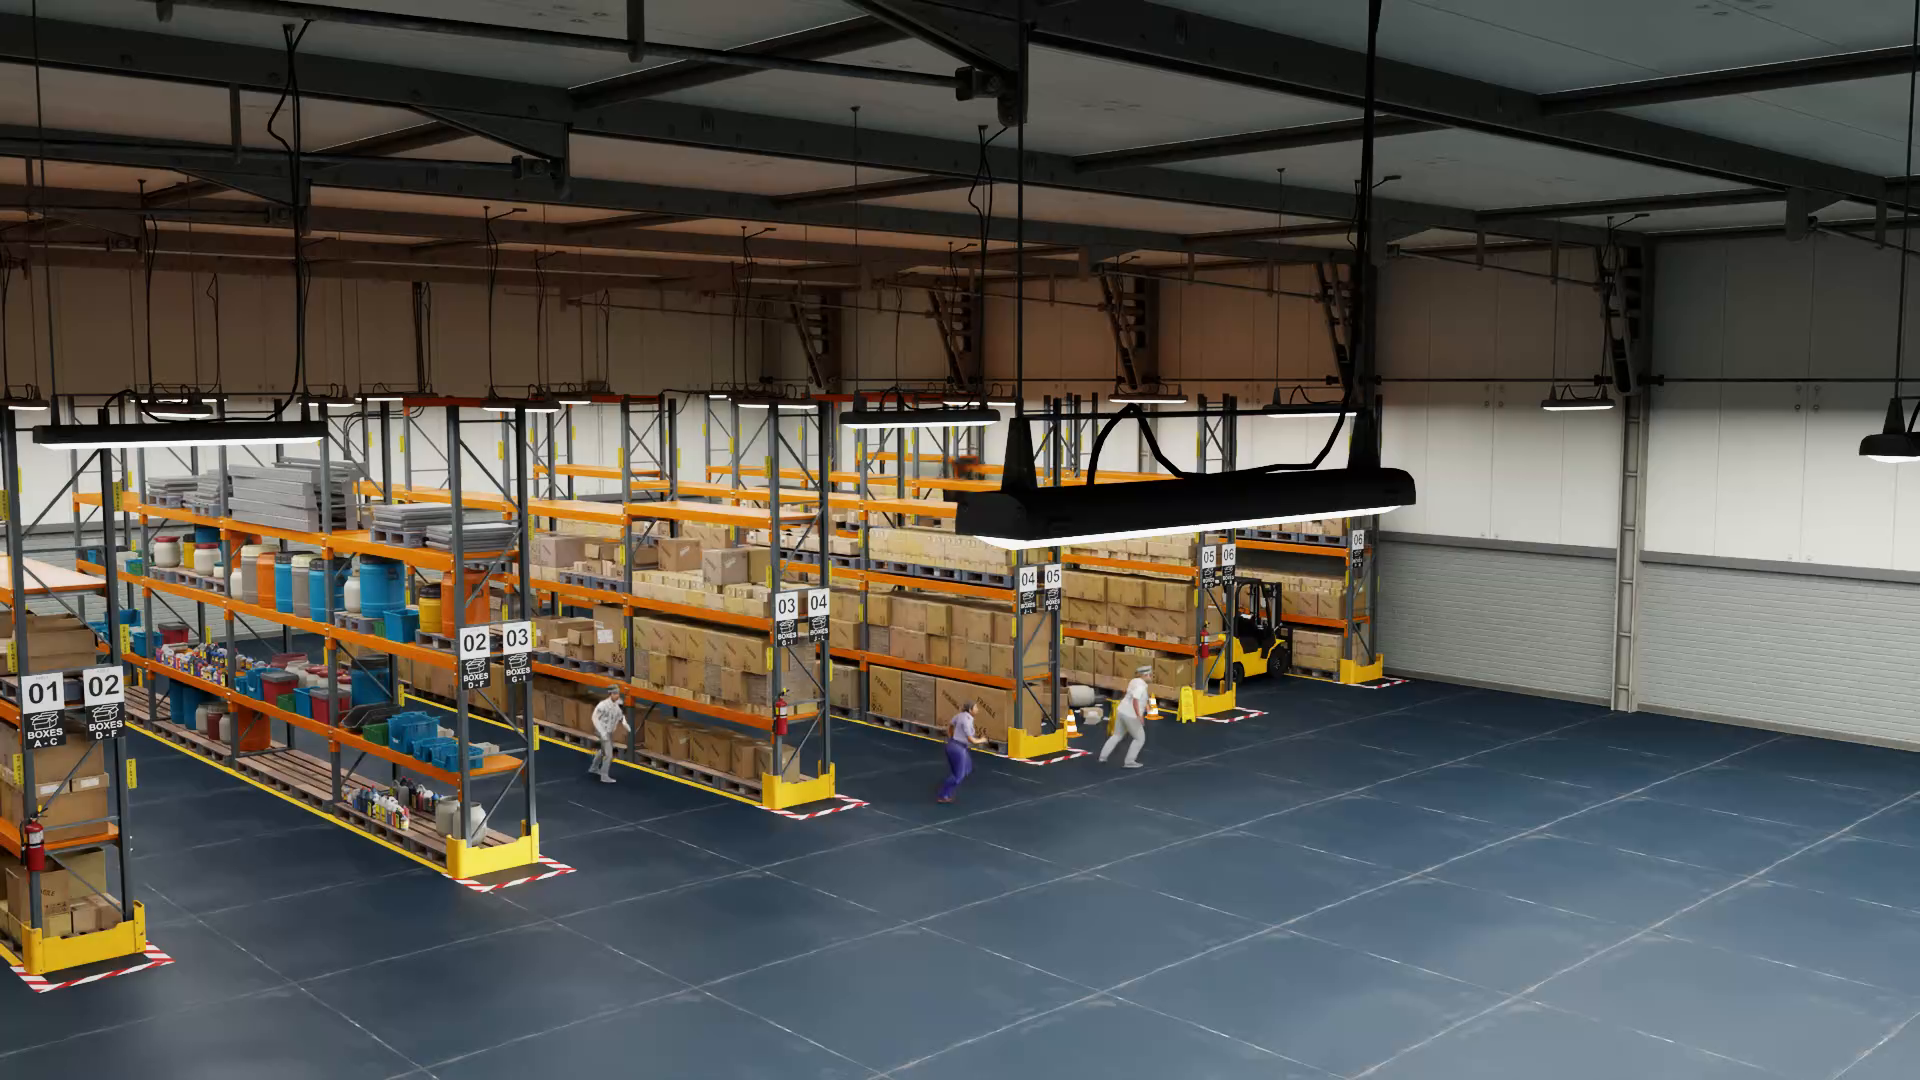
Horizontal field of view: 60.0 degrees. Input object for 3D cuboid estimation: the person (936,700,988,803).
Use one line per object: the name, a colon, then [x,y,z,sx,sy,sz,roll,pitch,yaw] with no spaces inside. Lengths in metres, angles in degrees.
person: [0.022,3.162,24.947,0.795,1.551,0.605,-1,6,-10]

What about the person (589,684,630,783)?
person: [-5.586,3.016,26.178,0.844,1.594,0.629,3,6,24]

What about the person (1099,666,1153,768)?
person: [2.749,2.882,27.176,0.907,1.675,0.711,-2,6,-21]
